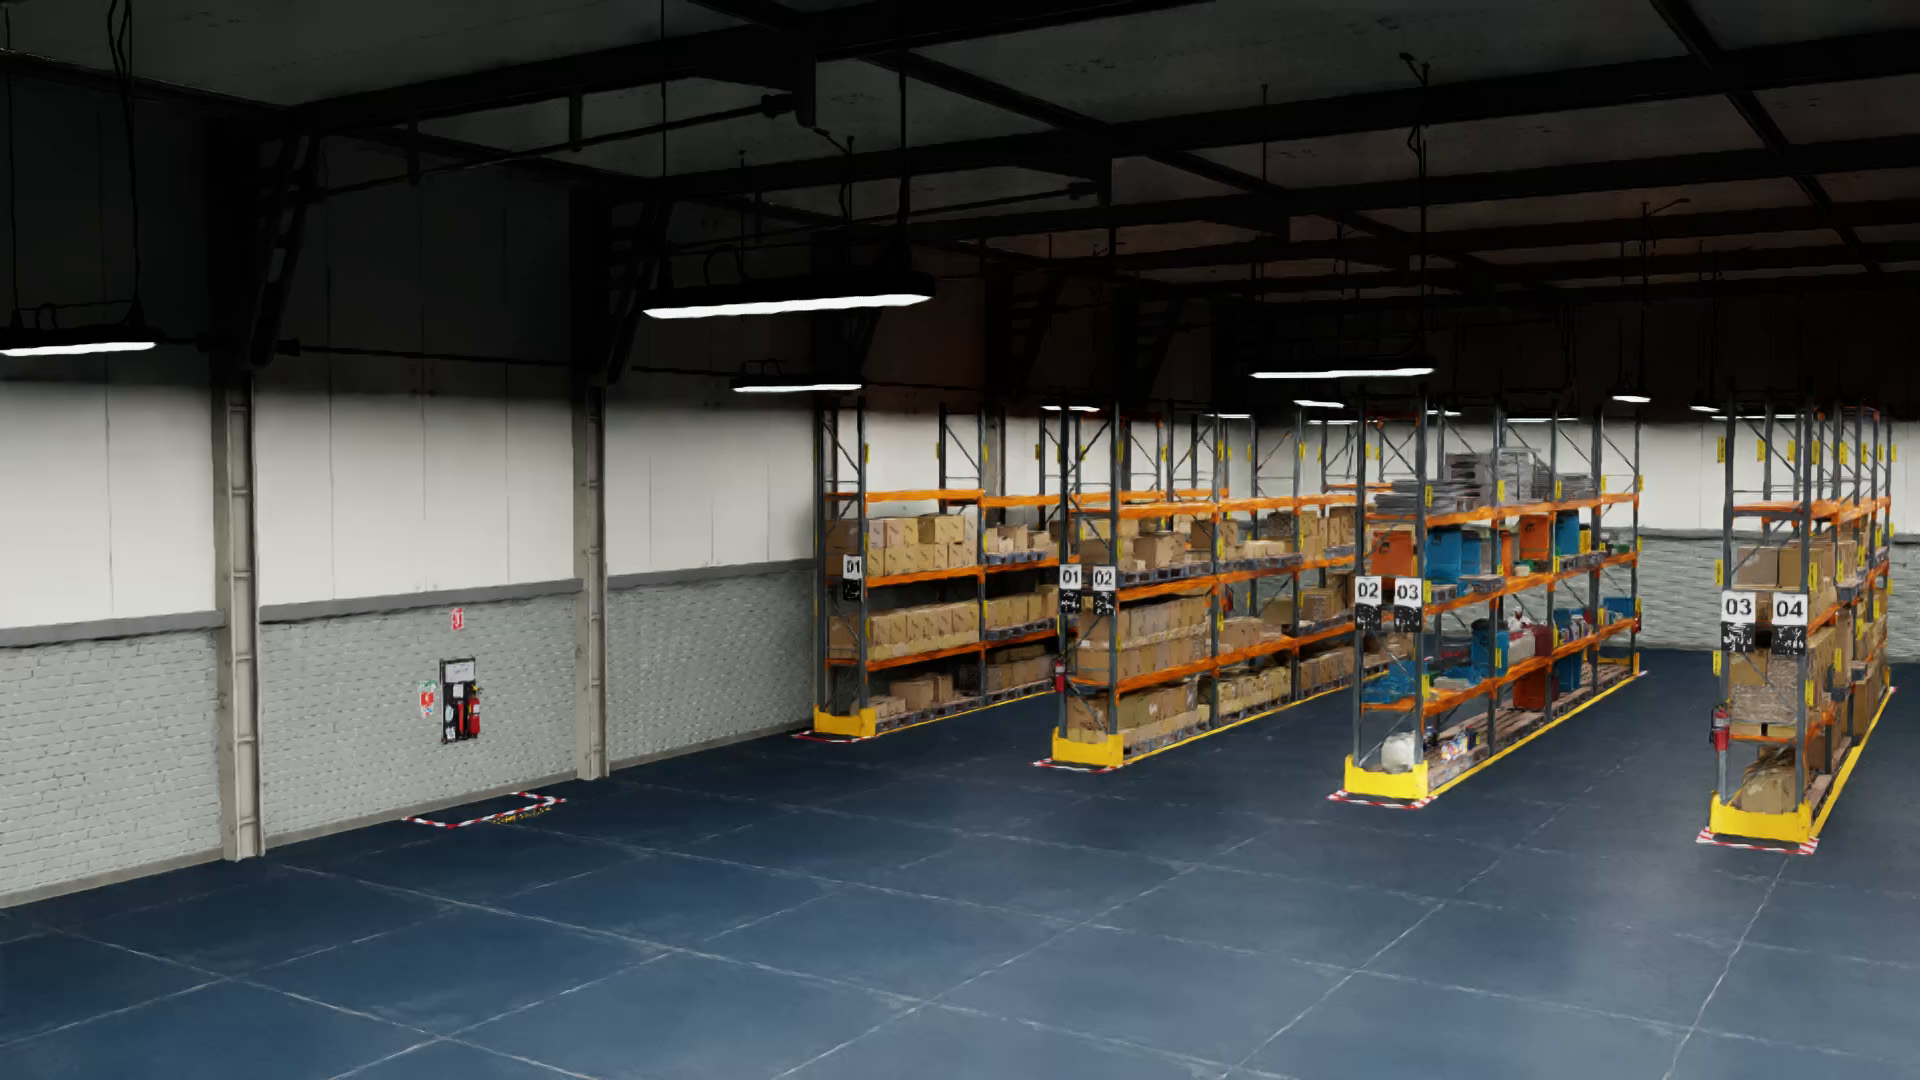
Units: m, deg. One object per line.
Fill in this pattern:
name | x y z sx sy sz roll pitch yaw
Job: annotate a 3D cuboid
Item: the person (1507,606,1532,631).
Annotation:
person | 12.446 2.262 37.035 0.625 1.611 0.575 2 3 31
